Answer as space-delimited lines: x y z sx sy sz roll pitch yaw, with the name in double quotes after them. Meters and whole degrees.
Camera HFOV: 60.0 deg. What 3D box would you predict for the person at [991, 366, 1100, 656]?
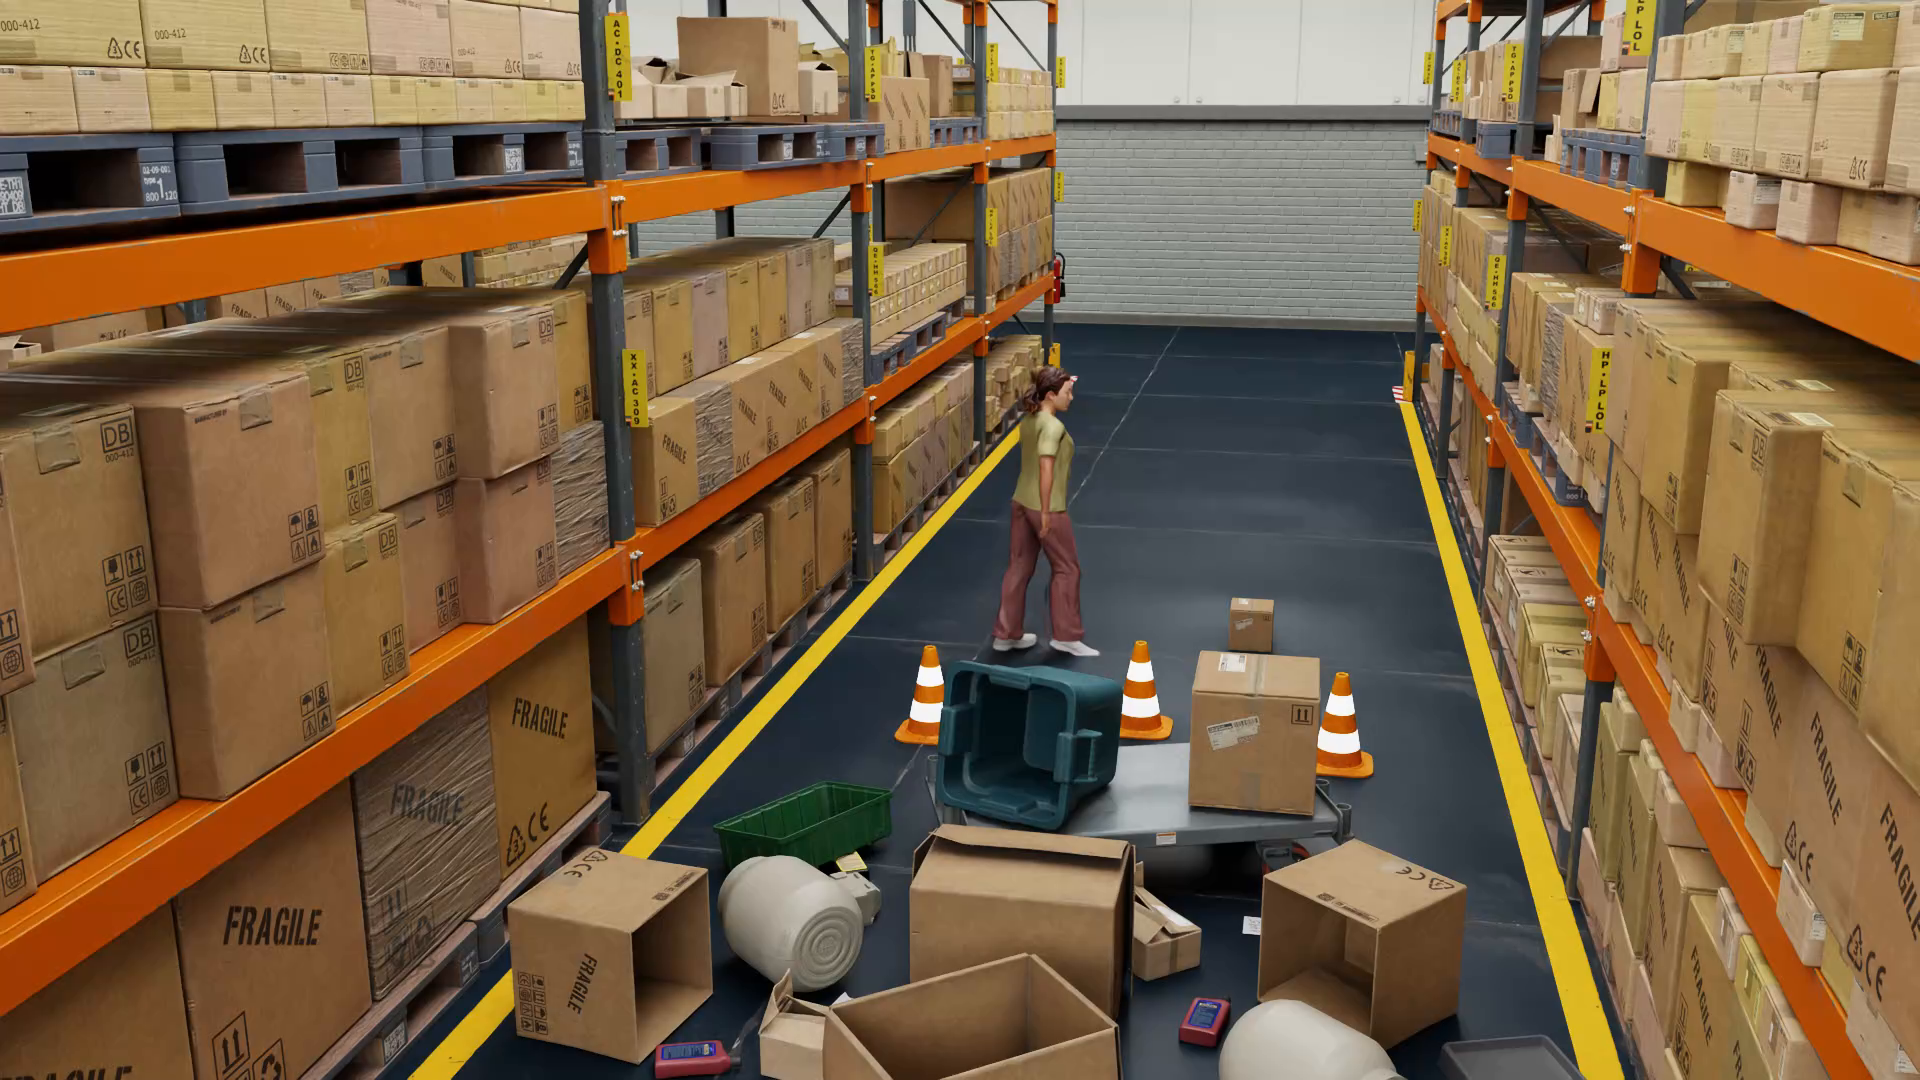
0.464 -0.144 9.610 0.588 1.712 0.484 -8 17 -27 "person"
